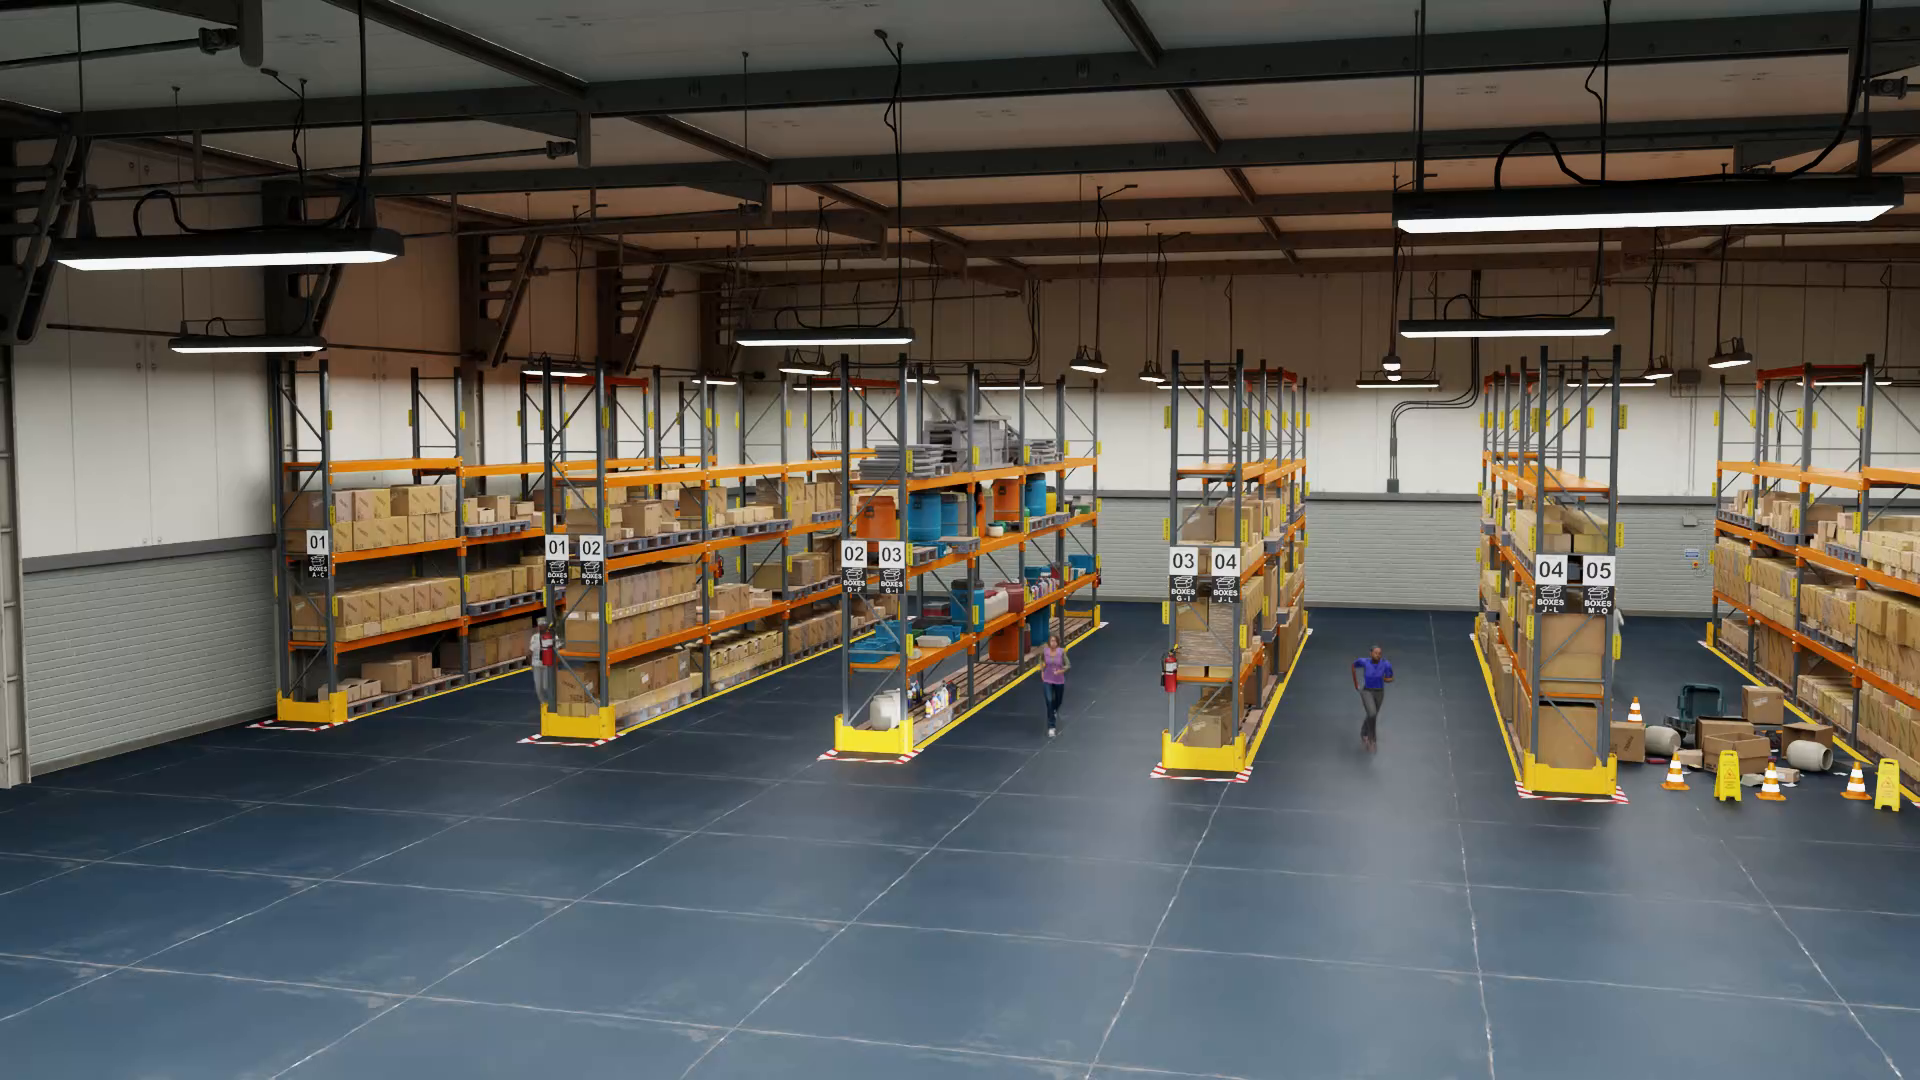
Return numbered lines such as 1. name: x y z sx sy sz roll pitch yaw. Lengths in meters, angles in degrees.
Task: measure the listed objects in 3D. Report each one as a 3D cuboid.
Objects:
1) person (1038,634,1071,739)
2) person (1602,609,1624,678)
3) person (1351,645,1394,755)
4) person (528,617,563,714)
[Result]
1. person: 1.515 2.303 26.659 0.495 1.616 1.017 0 4 -2
2. person: 12.500 1.917 32.001 0.531 1.579 0.869 1 4 19
3. person: 6.247 2.441 25.252 0.572 1.551 0.924 0 4 -6
4. person: -7.085 2.139 28.210 0.566 1.656 0.555 1 4 10
